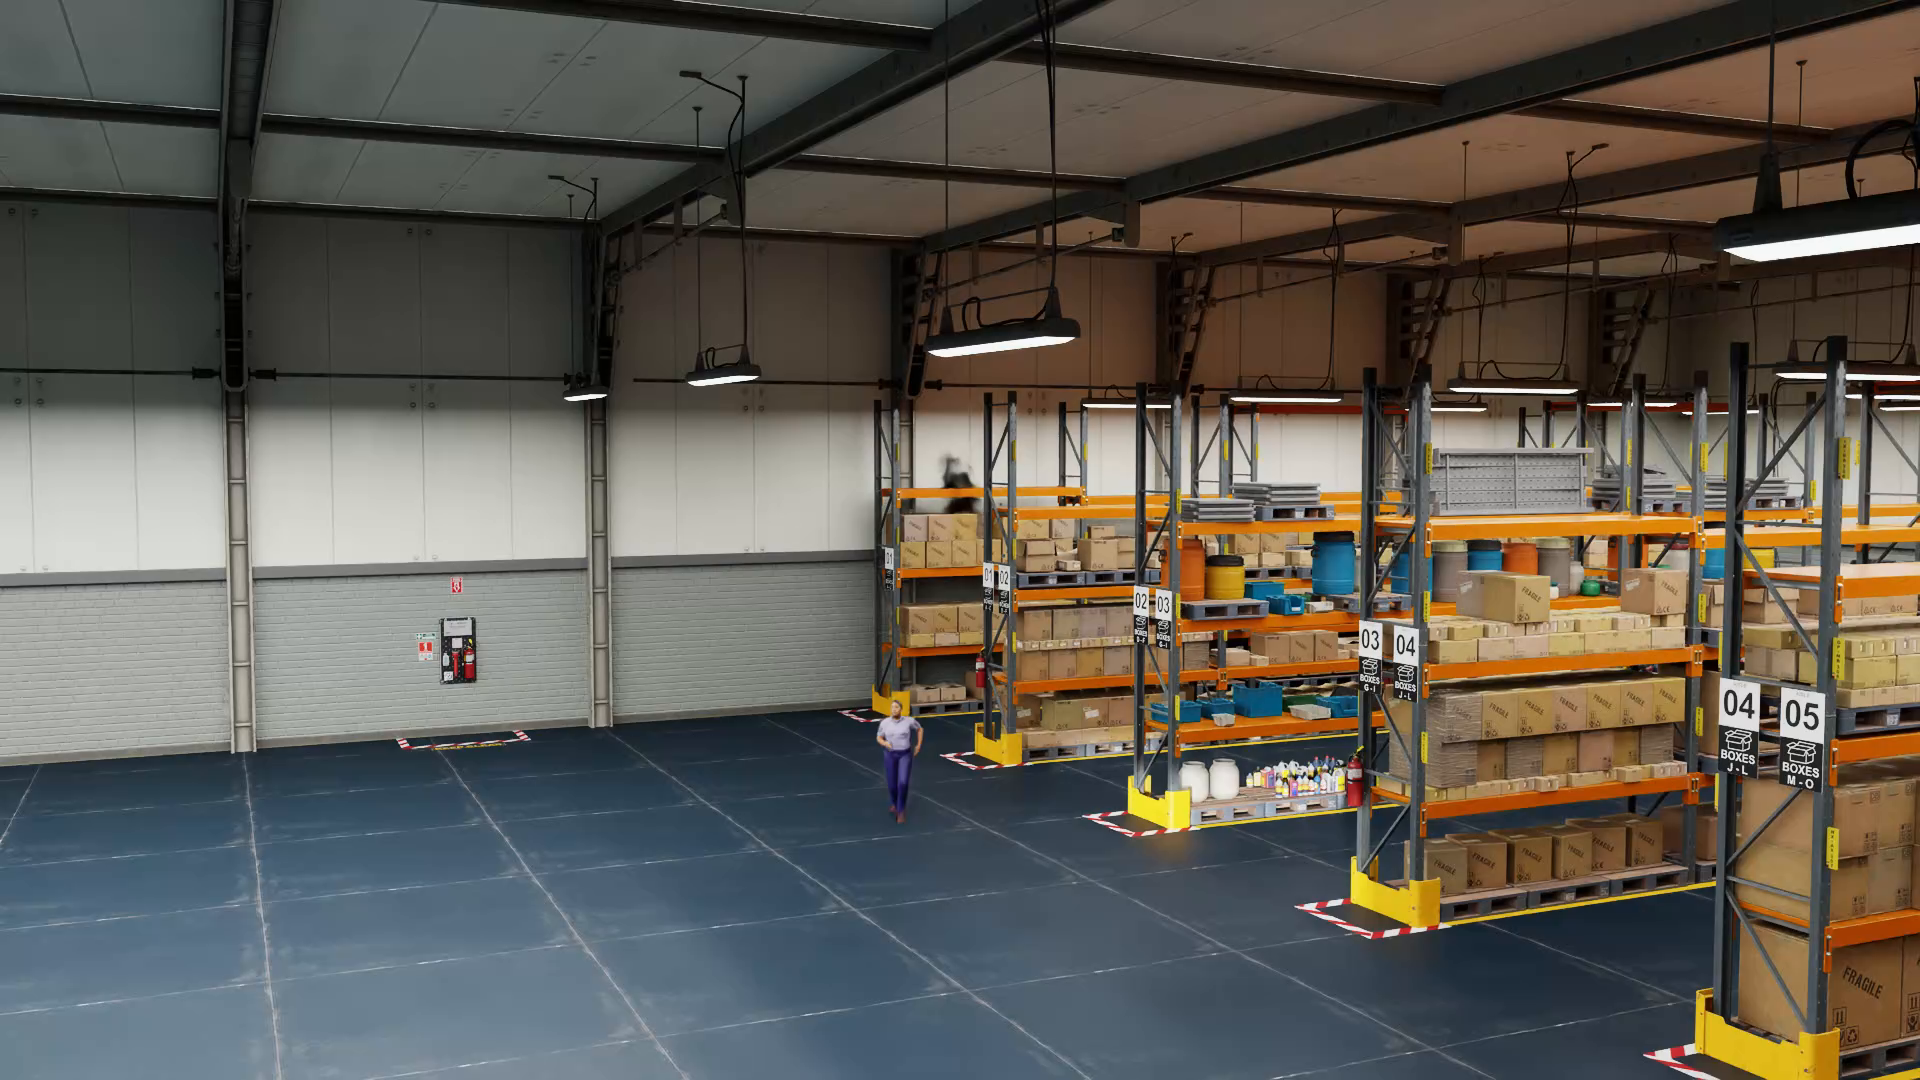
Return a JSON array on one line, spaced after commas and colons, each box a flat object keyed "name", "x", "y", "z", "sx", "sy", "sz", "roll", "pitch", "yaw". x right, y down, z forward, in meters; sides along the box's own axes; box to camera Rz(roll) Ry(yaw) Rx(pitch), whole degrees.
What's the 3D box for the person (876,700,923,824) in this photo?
[{"name": "person", "x": -0.842, "y": 3.038, "z": 22.897, "sx": 0.608, "sy": 1.683, "sz": 0.733, "roll": 0, "pitch": 3, "yaw": 8}]
